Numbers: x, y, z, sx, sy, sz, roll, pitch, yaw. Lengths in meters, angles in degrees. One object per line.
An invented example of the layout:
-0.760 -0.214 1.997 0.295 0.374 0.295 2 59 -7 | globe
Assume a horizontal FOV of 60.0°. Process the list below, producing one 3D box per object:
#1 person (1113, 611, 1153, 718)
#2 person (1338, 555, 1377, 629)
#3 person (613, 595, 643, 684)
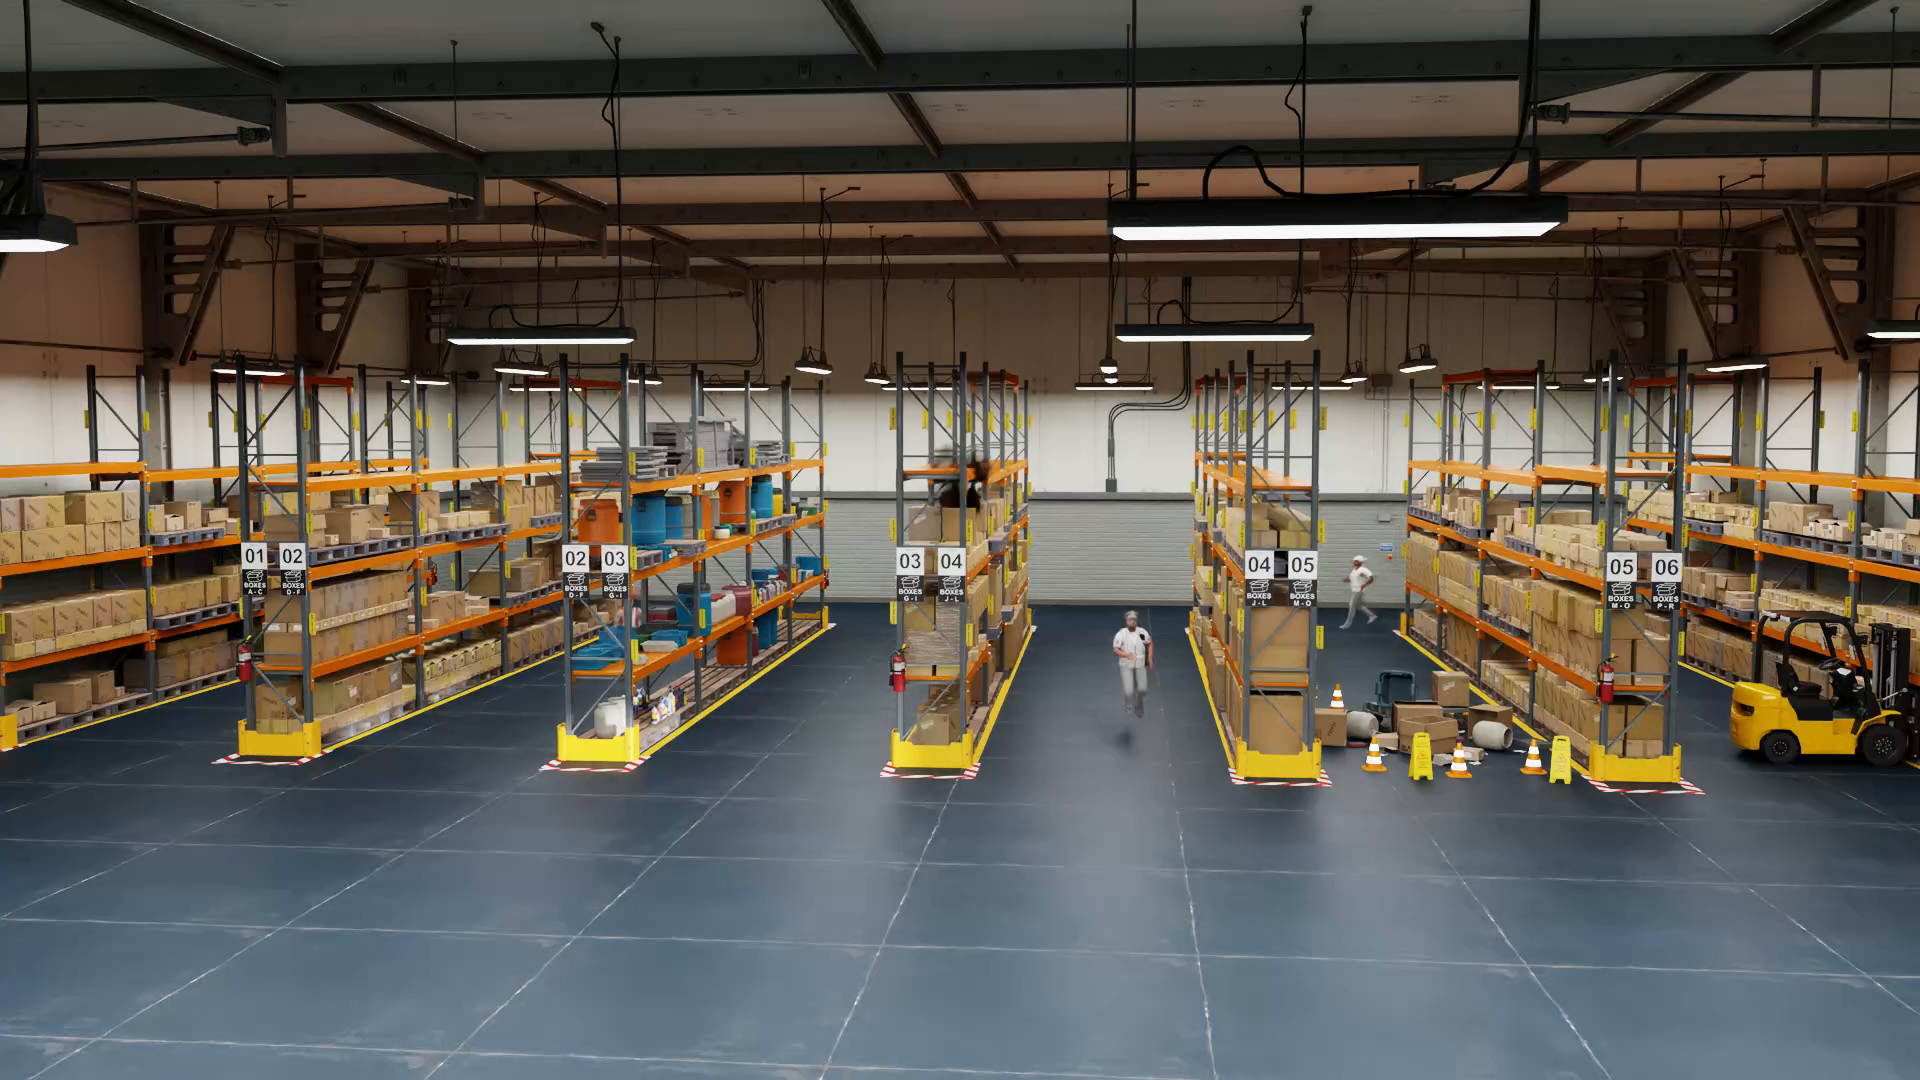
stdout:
2.789 2.002 26.533 0.674 1.748 0.581 0 4 -5 | person
9.603 1.251 40.113 0.972 1.765 0.699 0 4 -4 | person
-6.220 1.882 31.382 0.659 1.749 0.648 0 4 5 | person
